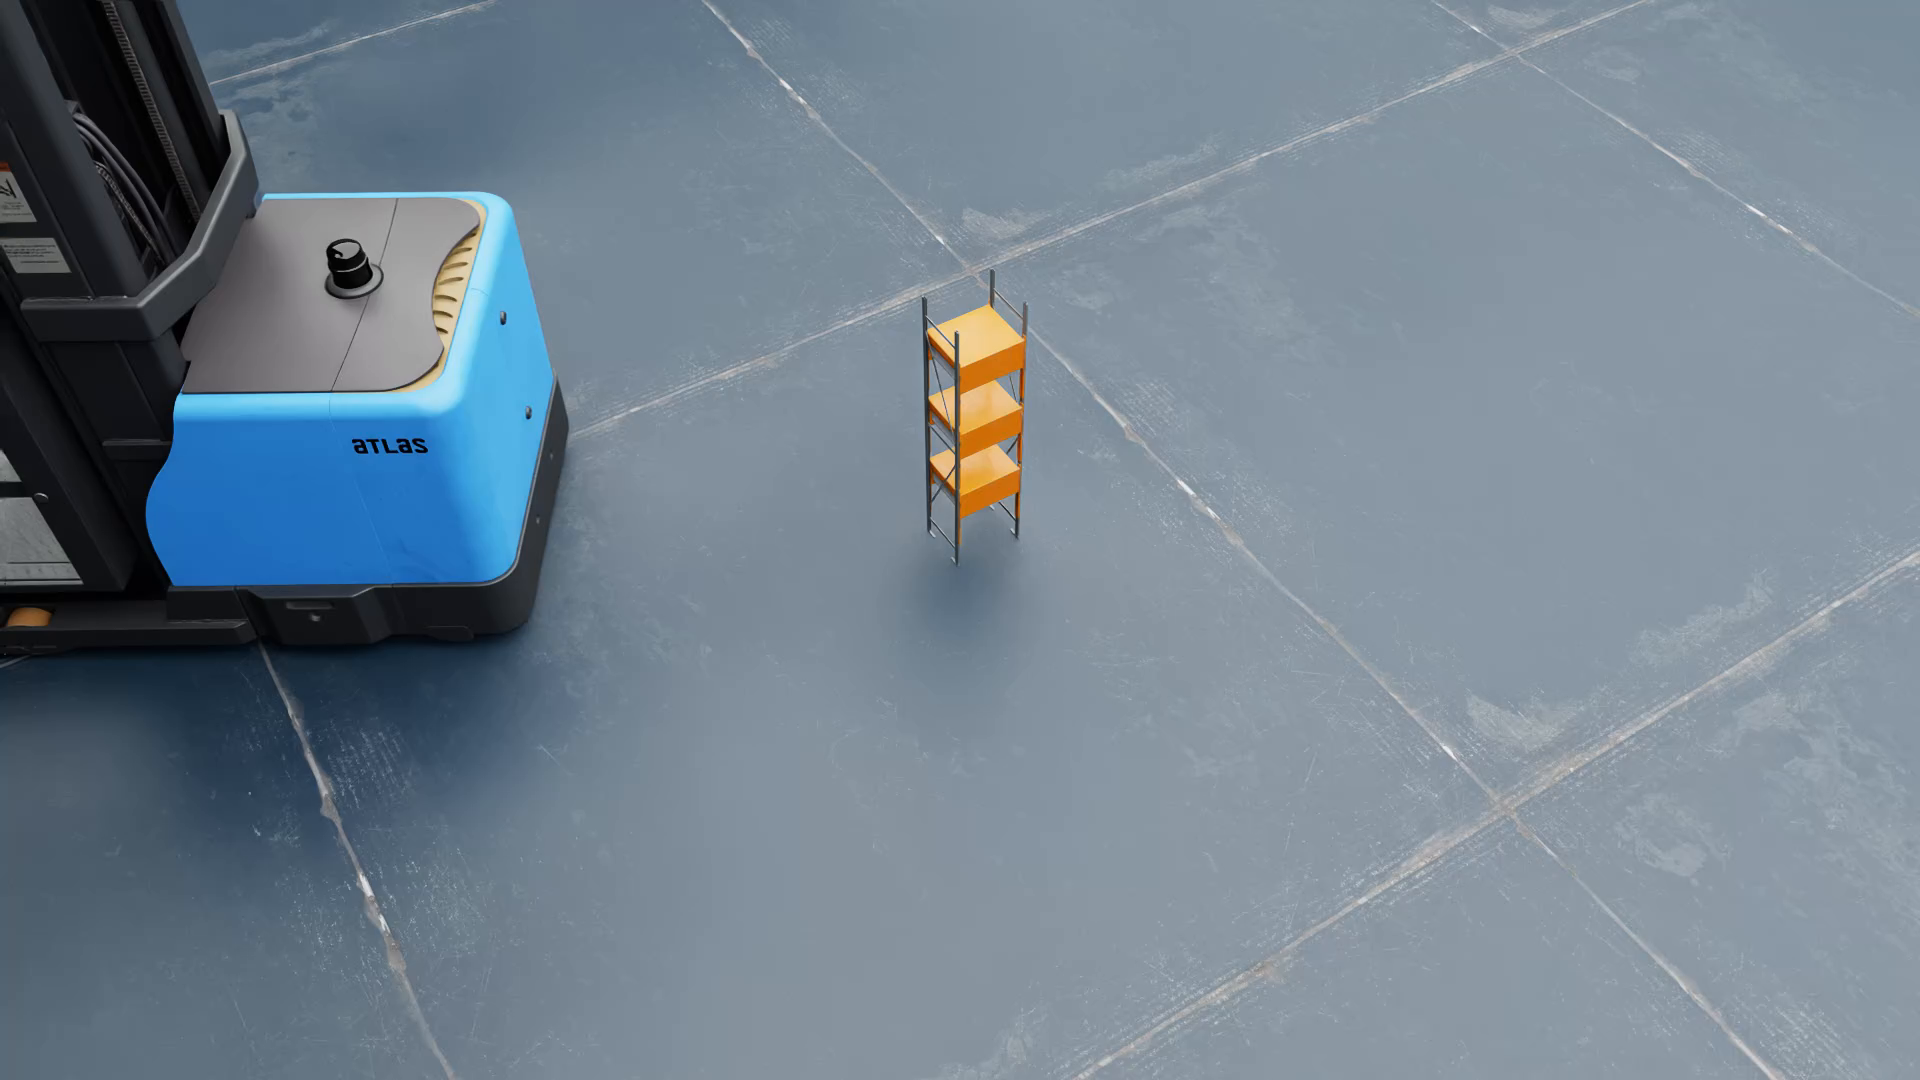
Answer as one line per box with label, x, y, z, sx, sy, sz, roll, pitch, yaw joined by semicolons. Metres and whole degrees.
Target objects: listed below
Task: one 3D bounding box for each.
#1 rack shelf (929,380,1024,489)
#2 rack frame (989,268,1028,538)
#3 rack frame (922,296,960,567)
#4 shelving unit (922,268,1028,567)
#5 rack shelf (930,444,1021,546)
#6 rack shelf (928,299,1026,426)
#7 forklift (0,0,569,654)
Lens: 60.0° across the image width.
rack shelf;0.045;-0.363;5.385;0.240;0.259;0.215;-25;53;-21
rack frame;0.148;-0.419;5.420;0.008;1.050;0.200;-25;53;-21
rack frame;-0.058;-0.322;5.334;0.008;1.050;0.200;-25;53;-21
shelving unit;0.045;-0.370;5.377;0.252;1.050;0.215;-25;53;-21
rack shelf;0.045;-0.179;5.592;0.240;0.259;0.215;-25;53;-21
rack shelf;0.045;-0.552;5.173;0.240;0.259;0.215;-25;53;-21
forklift;-2.922;-1.000;4.678;3.031;2.935;1.130;-1;48;-1
